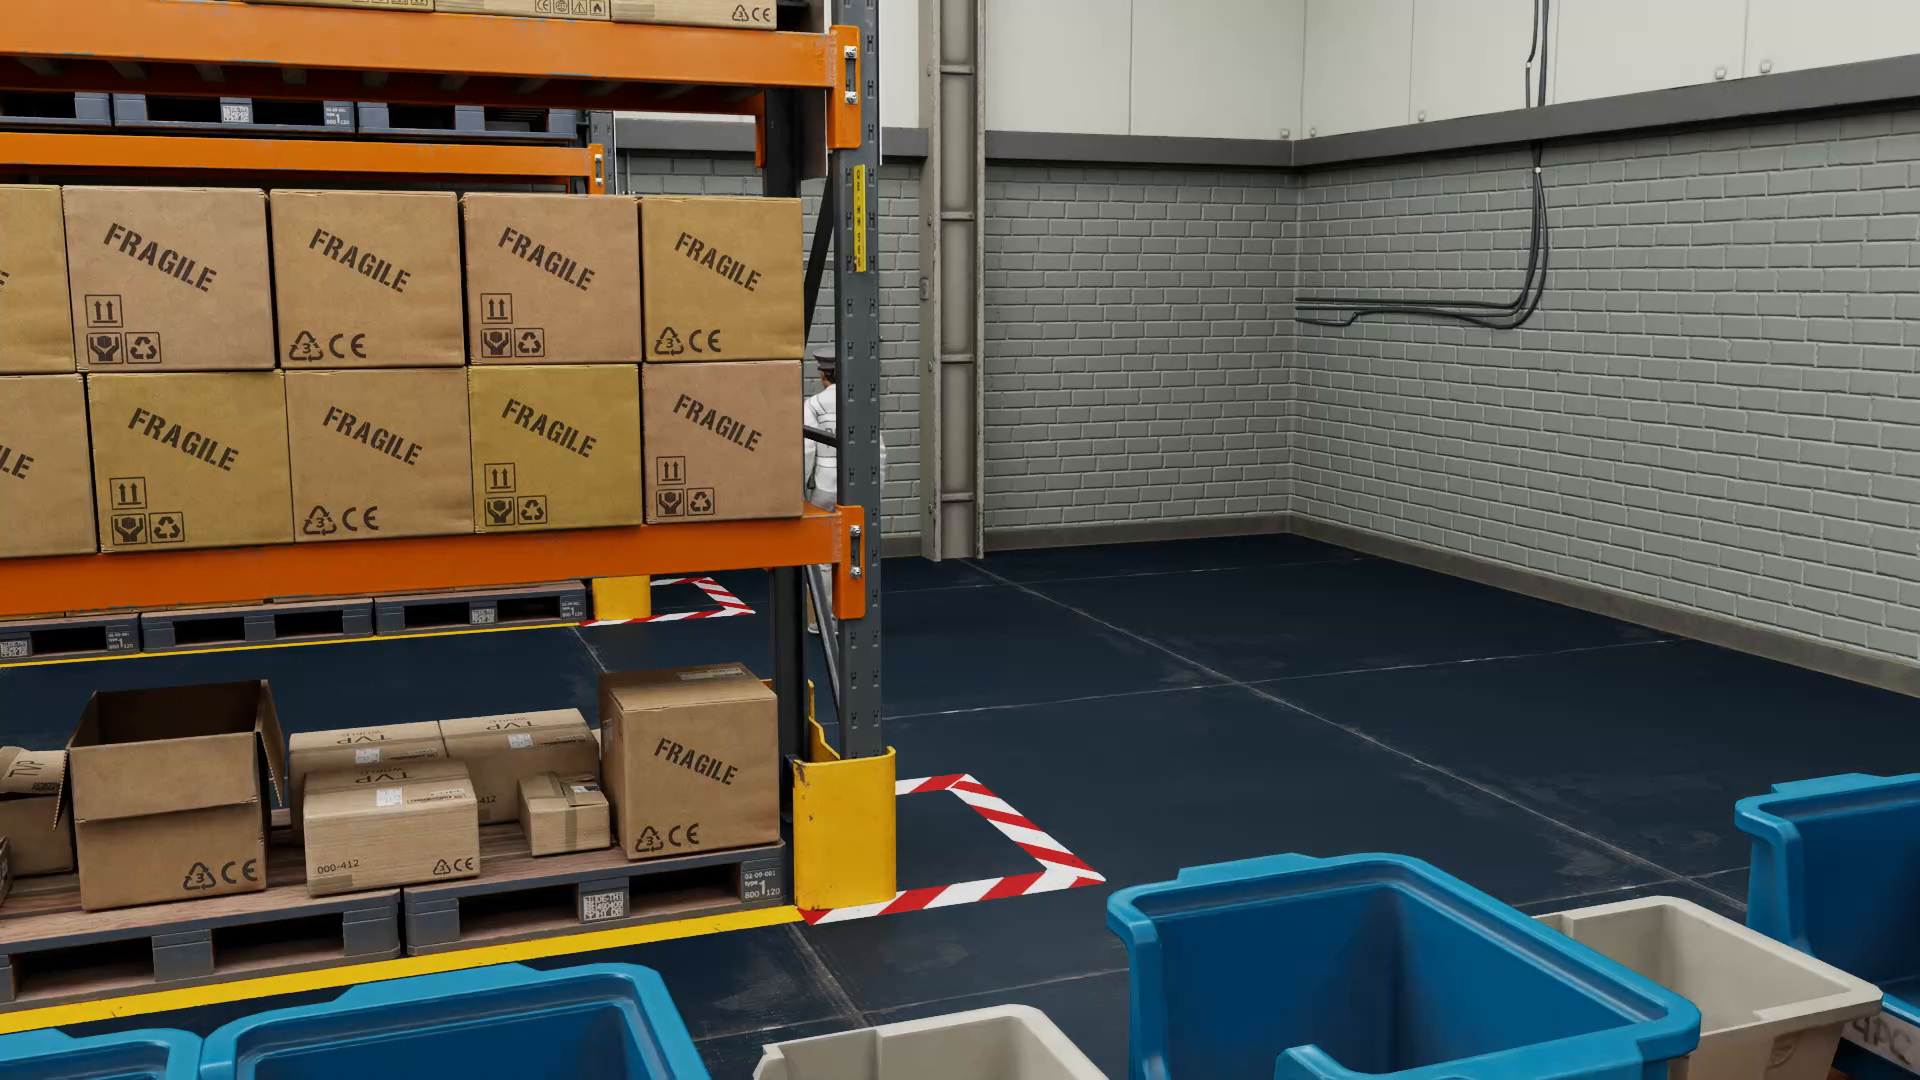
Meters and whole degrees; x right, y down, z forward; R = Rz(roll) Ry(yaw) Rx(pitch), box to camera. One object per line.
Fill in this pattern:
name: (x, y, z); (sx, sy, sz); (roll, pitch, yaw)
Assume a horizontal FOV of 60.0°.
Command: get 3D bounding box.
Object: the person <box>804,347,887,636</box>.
person: (-0.689, -0.268, 9.543); (0.529, 1.663, 0.406); (-3, 10, -21)
